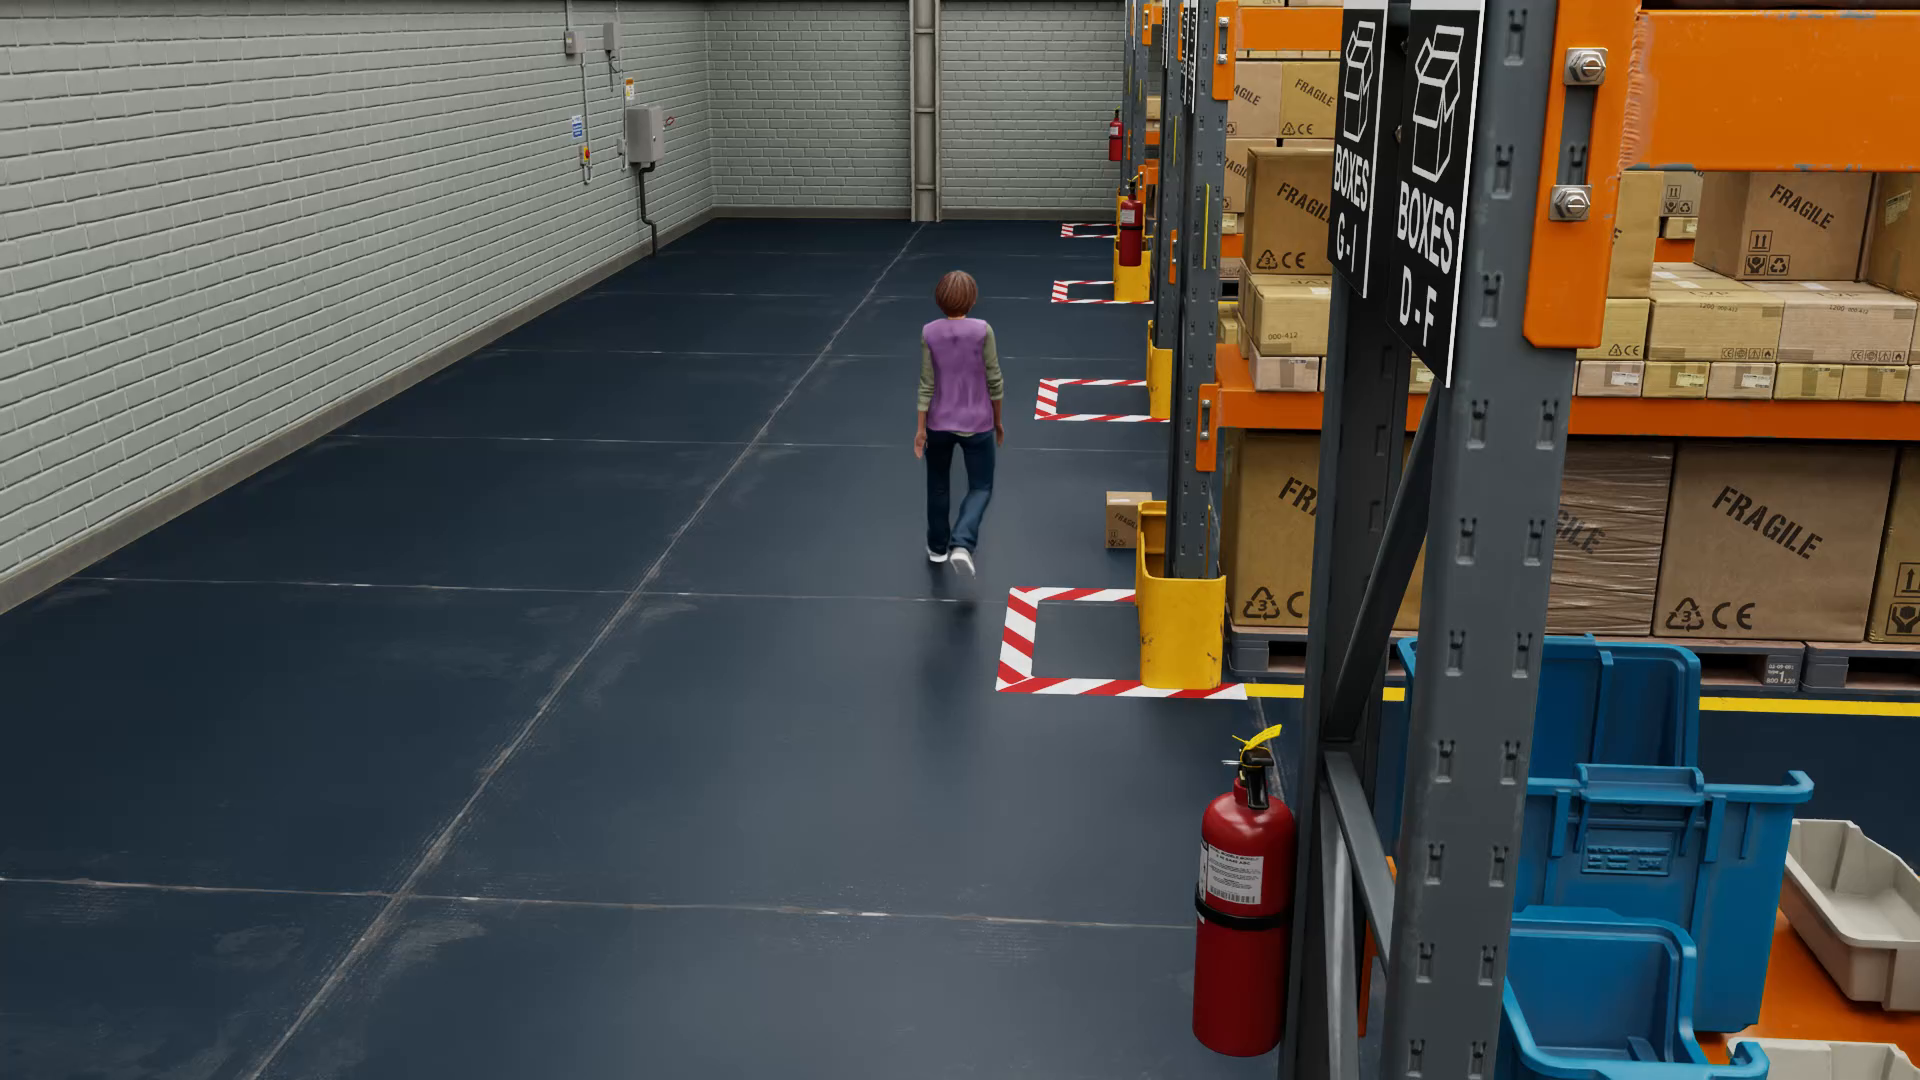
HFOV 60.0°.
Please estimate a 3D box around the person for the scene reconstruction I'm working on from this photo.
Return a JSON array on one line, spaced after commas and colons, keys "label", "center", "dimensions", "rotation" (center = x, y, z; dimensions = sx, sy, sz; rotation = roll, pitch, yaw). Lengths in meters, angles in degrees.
[{"label": "person", "center": [-0.007, -0.572, 8.326], "dimensions": [0.445, 1.556, 0.833], "rotation": [2, 18, 6]}]
